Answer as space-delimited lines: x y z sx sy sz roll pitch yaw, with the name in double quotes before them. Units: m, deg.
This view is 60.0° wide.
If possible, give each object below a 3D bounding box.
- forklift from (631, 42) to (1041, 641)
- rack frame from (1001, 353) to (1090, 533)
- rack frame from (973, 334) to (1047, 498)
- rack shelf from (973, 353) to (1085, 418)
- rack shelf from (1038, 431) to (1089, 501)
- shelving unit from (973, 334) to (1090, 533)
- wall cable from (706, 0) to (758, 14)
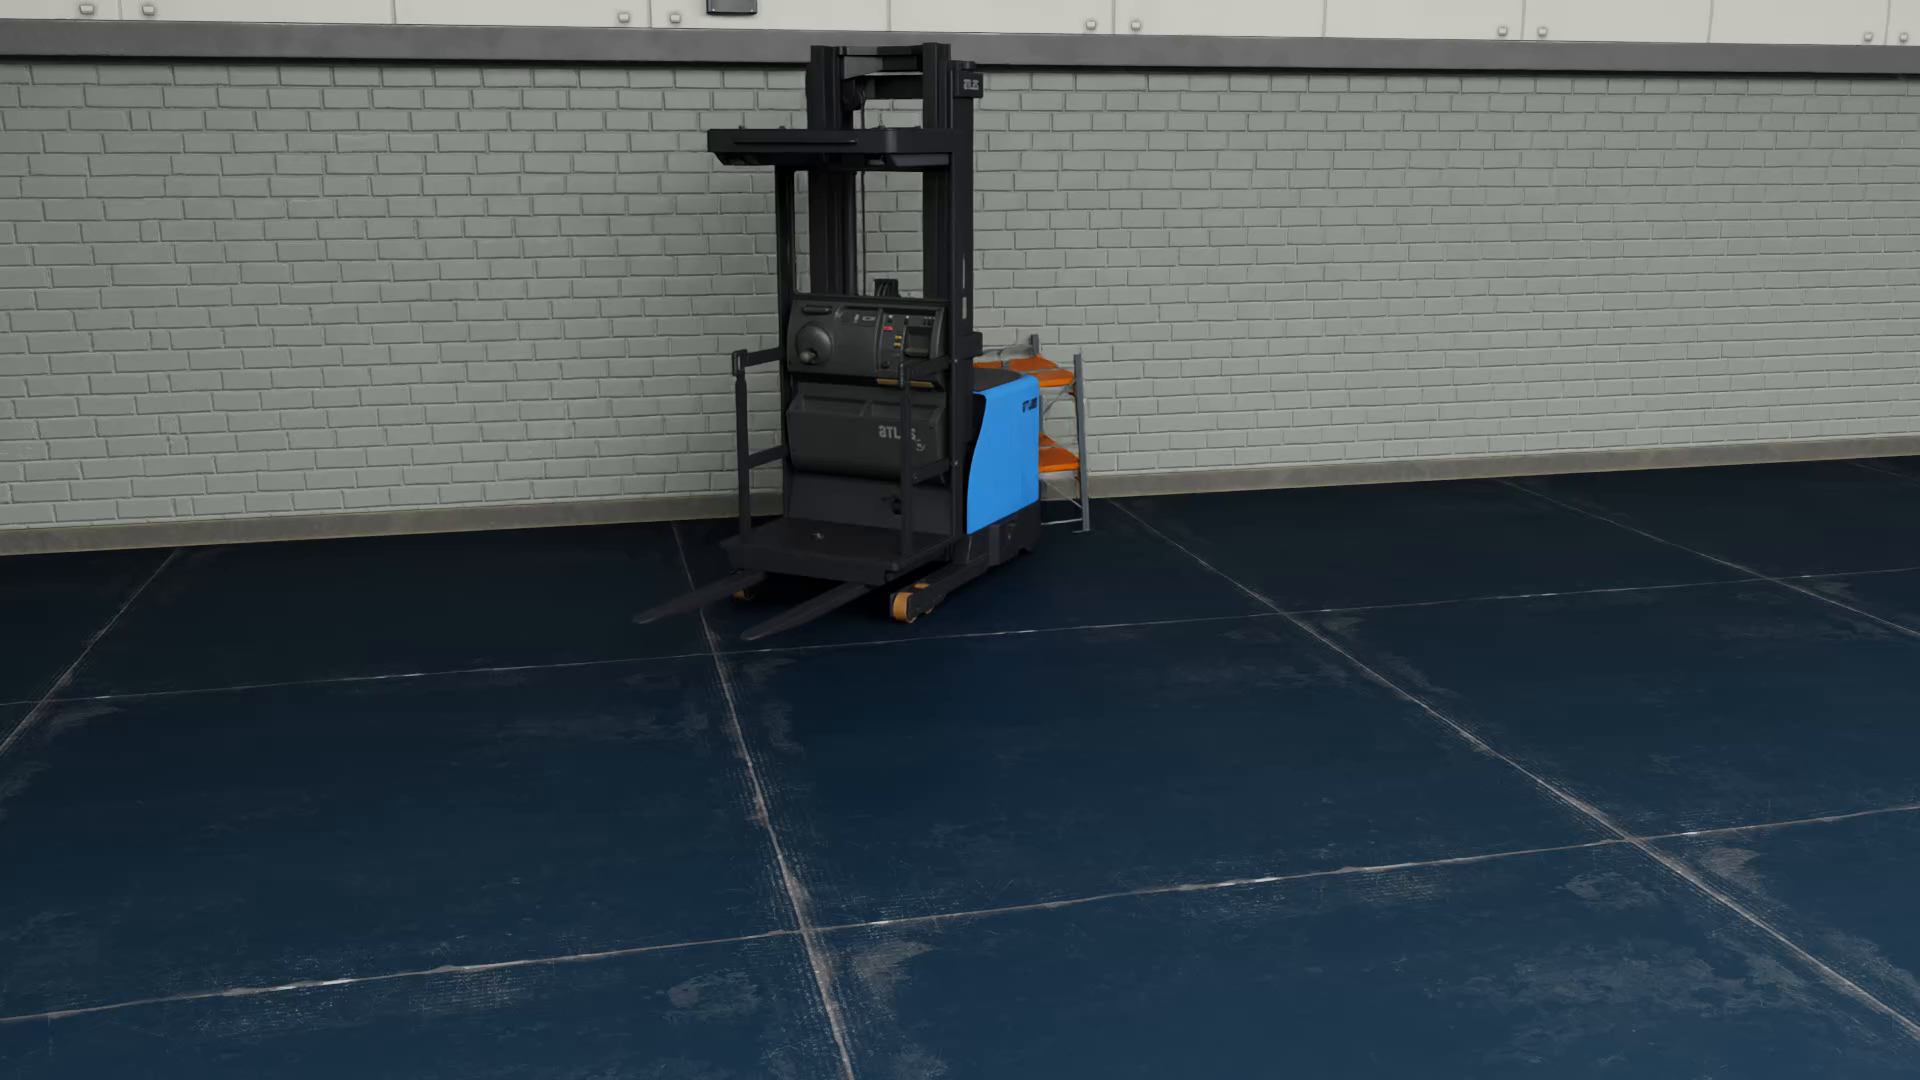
"forklift" -0.606 -1.109 8.790 1.130 2.935 3.031 7 15 25
"rack frame" 0.537 -0.574 10.322 0.500 1.125 0.032 -7 15 -11
"rack frame" 0.319 -0.816 11.285 0.500 1.125 0.032 -7 15 -11
"rack shelf" 0.408 -0.977 10.728 0.538 0.278 1.000 -7 15 -11
"rack shelf" 0.444 -0.459 10.866 0.538 0.278 1.000 -7 15 -11
"shelving unit" 0.428 -0.695 10.803 0.538 1.125 1.048 -7 15 -11
"wall cable" -0.433 -6.226 9.783 2.305 6.003 0.169 -3 14 -13
